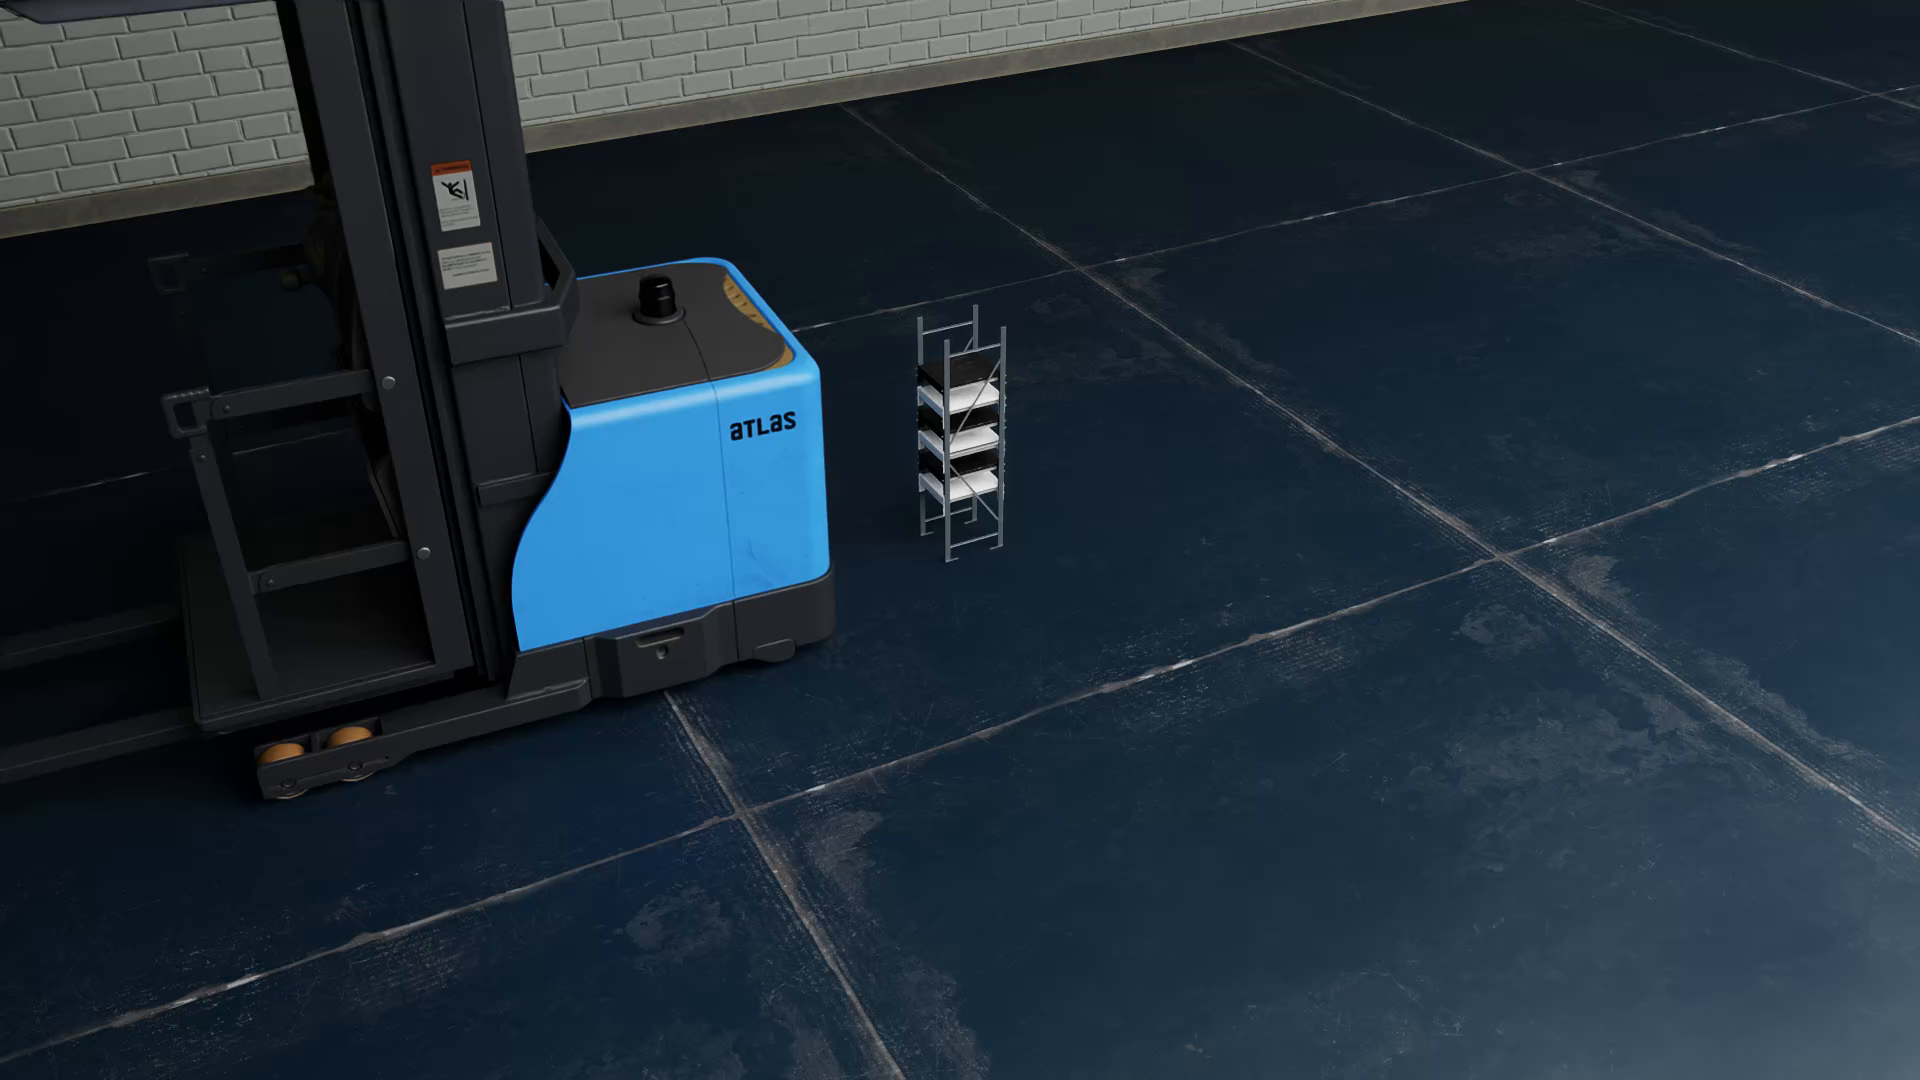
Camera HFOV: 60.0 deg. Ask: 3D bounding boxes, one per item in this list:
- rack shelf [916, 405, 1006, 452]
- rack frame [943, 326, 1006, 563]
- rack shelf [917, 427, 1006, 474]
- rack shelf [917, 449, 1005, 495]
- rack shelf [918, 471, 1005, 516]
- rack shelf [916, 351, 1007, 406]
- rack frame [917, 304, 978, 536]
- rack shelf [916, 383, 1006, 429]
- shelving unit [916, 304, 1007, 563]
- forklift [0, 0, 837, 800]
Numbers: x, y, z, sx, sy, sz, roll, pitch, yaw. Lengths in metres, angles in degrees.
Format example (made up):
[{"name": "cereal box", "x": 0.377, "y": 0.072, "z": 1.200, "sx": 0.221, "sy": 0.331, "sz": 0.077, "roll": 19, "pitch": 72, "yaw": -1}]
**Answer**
[{"name": "rack shelf", "x": 0.004, "y": -0.423, "z": 5.971, "sx": 0.258, "sy": 0.077, "sz": 0.200, "roll": -16, "pitch": 36, "yaw": -23}, {"name": "rack frame", "x": 0.051, "y": -0.327, "z": 5.925, "sx": 0.240, "sy": 0.900, "sz": 0.006, "roll": -16, "pitch": 36, "yaw": -23}, {"name": "rack shelf", "x": 0.004, "y": -0.347, "z": 6.019, "sx": 0.258, "sy": 0.077, "sz": 0.200, "roll": -16, "pitch": 36, "yaw": -23}, {"name": "rack shelf", "x": 0.004, "y": -0.271, "z": 6.068, "sx": 0.258, "sy": 0.077, "sz": 0.200, "roll": -16, "pitch": 36, "yaw": -23}, {"name": "rack shelf", "x": 0.004, "y": -0.195, "z": 6.116, "sx": 0.258, "sy": 0.077, "sz": 0.200, "roll": -16, "pitch": 36, "yaw": -23}, {"name": "rack shelf", "x": 0.004, "y": -0.574, "z": 5.874, "sx": 0.258, "sy": 0.077, "sz": 0.200, "roll": -16, "pitch": 36, "yaw": -23}, {"name": "rack frame", "x": -0.044, "y": -0.424, "z": 6.077, "sx": 0.240, "sy": 0.900, "sz": 0.006, "roll": -16, "pitch": 36, "yaw": -23}, {"name": "rack shelf", "x": 0.004, "y": -0.499, "z": 5.922, "sx": 0.258, "sy": 0.077, "sz": 0.200, "roll": -16, "pitch": 36, "yaw": -23}, {"name": "shelving unit", "x": 0.004, "y": -0.375, "z": 6.001, "sx": 0.258, "sy": 0.900, "sz": 0.210, "roll": -16, "pitch": 36, "yaw": -23}, {"name": "forklift", "x": -1.982, "y": -0.777, "z": 4.745, "sx": 3.031, "sy": 2.935, "sz": 1.130, "roll": -14, "pitch": 35, "yaw": -20}]
